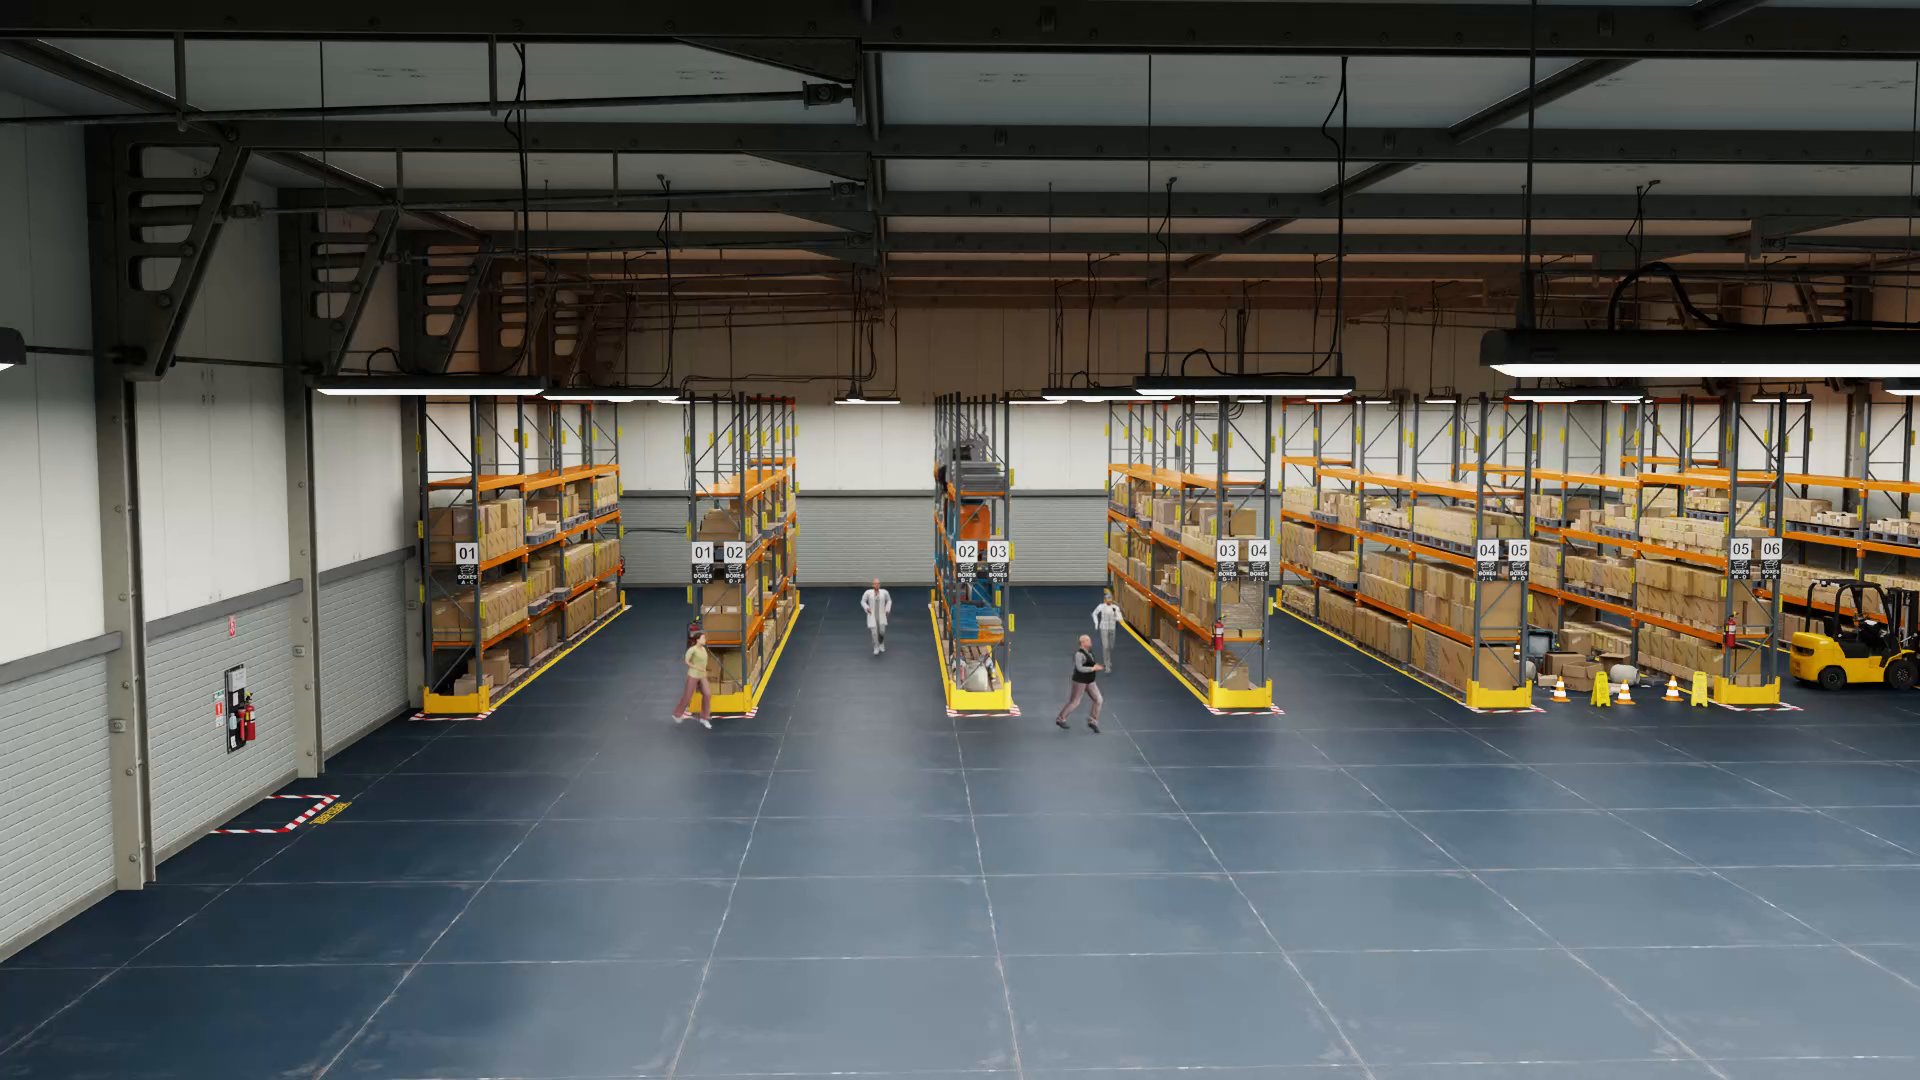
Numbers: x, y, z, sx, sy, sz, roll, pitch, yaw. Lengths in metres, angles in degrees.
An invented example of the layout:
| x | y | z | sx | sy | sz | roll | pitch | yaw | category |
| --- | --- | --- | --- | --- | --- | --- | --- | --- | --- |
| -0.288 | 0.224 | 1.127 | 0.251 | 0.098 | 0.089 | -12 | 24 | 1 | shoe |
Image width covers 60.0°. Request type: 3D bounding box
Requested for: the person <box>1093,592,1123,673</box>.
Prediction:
| x | y | z | sx | sy | sz | roll | pitch | yaw | category |
| --- | --- | --- | --- | --- | --- | --- | --- | --- | --- |
| 3.218 | 1.974 | 36.098 | 0.596 | 1.728 | 0.850 | -1 | 5 | -9 | person |

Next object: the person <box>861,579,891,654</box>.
| x | y | z | sx | sy | sz | roll | pitch | yaw | category |
| --- | --- | --- | --- | --- | --- | --- | --- | --- | --- |
| -1.934 | 1.774 | 38.429 | 0.716 | 1.744 | 0.618 | 0 | 5 | -5 | person |

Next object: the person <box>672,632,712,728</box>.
| x | y | z | sx | sy | sz | roll | pitch | yaw | category |
| --- | --- | --- | --- | --- | --- | --- | --- | --- | --- |
| -4.710 | 2.490 | 29.883 | 0.840 | 1.687 | 0.642 | 3 | 6 | 34 | person |

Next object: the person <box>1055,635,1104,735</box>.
| x | y | z | sx | sy | sz | roll | pitch | yaw | category |
| --- | --- | --- | --- | --- | --- | --- | --- | --- | --- |
| 2.139 | 2.533 | 29.167 | 0.894 | 1.770 | 0.658 | 3 | 5 | 32 | person |
